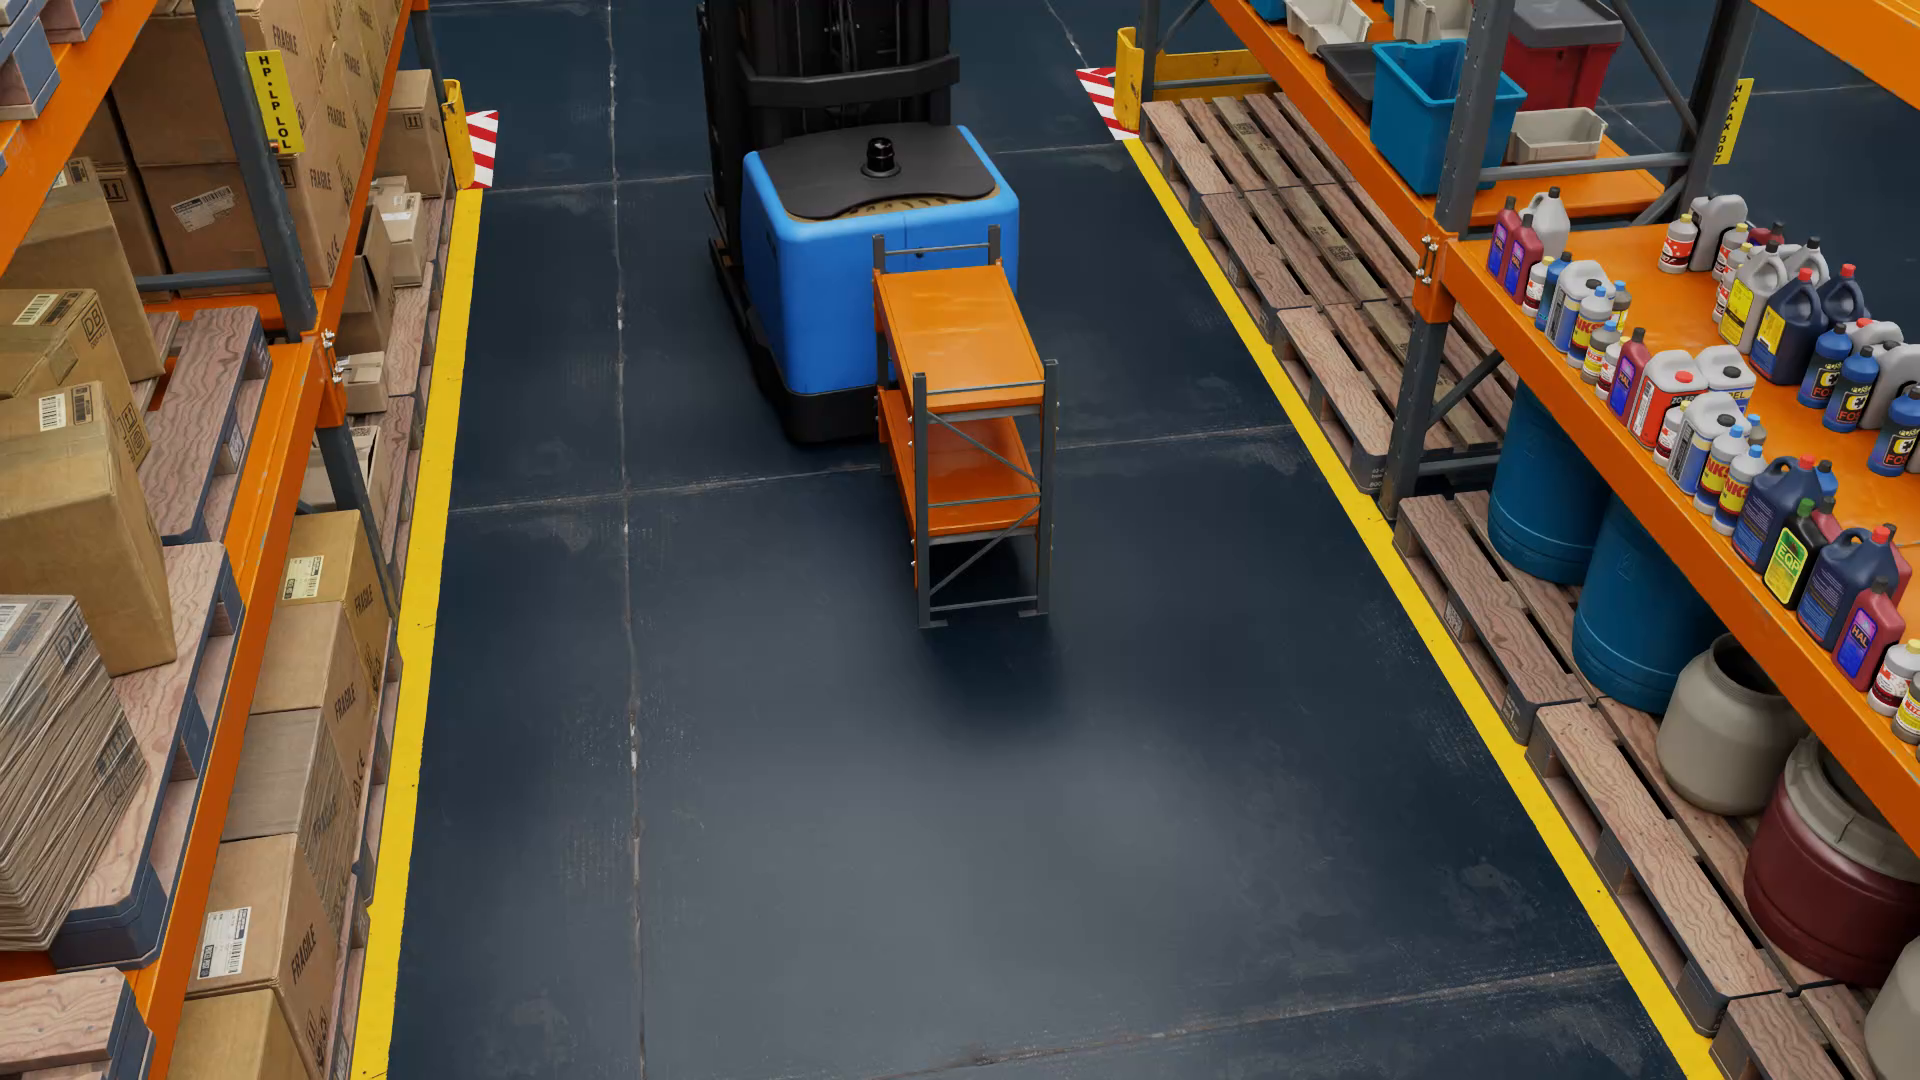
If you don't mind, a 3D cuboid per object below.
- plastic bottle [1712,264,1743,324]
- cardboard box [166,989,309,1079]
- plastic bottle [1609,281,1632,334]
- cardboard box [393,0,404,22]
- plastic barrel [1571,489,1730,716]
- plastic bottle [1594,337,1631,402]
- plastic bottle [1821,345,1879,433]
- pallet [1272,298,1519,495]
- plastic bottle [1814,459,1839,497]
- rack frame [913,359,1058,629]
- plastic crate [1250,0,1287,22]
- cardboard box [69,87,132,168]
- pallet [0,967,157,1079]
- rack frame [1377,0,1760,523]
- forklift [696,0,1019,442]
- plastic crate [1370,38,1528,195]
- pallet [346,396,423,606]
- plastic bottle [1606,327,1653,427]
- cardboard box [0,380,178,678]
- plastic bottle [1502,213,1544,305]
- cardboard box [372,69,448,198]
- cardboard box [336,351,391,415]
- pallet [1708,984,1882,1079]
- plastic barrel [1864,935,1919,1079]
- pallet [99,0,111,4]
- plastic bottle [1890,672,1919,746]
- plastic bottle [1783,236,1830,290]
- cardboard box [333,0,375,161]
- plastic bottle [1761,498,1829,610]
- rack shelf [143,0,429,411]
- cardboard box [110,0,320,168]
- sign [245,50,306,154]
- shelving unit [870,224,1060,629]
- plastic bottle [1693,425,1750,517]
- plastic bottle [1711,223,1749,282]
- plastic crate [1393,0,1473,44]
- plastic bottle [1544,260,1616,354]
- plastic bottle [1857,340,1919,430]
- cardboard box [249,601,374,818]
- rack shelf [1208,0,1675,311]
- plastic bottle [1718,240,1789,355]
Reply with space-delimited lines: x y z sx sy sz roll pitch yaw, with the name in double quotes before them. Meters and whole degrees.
"plastic bottle" 2.575 -0.819 5.521 0.097 0.201 0.097 0 38 0
"cardboard box" -1.912 1.489 4.067 0.500 0.500 0.500 -7 38 -9
"plastic bottle" 2.133 -0.750 5.433 0.097 0.201 0.097 0 38 0
"cardboard box" -2.895 -2.717 7.720 0.500 0.500 0.500 -6 38 -8
"plastic barrel" 2.446 0.075 5.576 0.600 0.901 0.708 -6 38 -8
"plastic bottle" 2.041 -0.535 5.156 0.097 0.201 0.097 0 38 0
"plastic bottle" 2.687 -0.461 5.003 0.097 0.271 0.097 0 38 0
"pallet" 2.076 -0.685 7.459 1.003 0.211 1.213 -6 38 -8
"plastic bottle" 2.321 -0.100 4.539 0.097 0.271 0.097 0 38 0
"rack frame" 0.088 -0.141 6.015 0.500 1.125 0.032 -6 38 -8
"plastic crate" 1.544 -2.558 7.686 0.416 0.233 0.300 -6 38 -8
"cardboard box" -2.978 -1.527 5.374 0.500 0.500 0.500 -6 38 -8
"pallet" -2.121 1.275 2.821 1.213 0.211 1.003 -6 38 -8
"rack frame" 2.243 -1.346 6.037 1.000 3.000 0.127 -6 38 -8
"forklift" -0.652 -2.487 7.562 1.130 2.935 3.031 -10 39 -13
"plastic crate" 1.825 -1.609 6.340 0.392 0.384 0.575 -6 38 -8
"pallet" -2.754 -0.129 6.744 1.003 0.211 1.213 -6 38 -8
"plastic bottle" 2.043 -0.496 5.039 0.061 0.283 0.133 -6 38 -8
"cardboard box" -2.264 0.040 3.830 0.700 0.500 0.500 -16 41 -19
"plastic bottle" 1.910 -0.952 5.625 0.061 0.283 0.133 -6 38 -8
"cardboard box" -2.998 -2.116 8.708 0.500 0.500 0.500 -6 38 -8
"cardboard box" -2.657 -0.668 7.116 0.380 0.166 0.250 -6 38 -8
"pallet" 2.765 1.700 4.390 1.003 0.211 1.213 -6 38 -8
"plastic barrel" 2.655 1.262 4.367 0.421 0.512 0.421 0 38 0
"pallet" -2.589 -1.524 3.975 1.213 0.211 1.003 -6 38 -8
"plastic bottle" 2.308 0.386 3.970 0.097 0.201 0.097 0 38 0
"plastic bottle" 2.726 -0.806 5.383 0.144 0.351 0.185 -6 38 -8
"cardboard box" -2.634 -1.803 6.545 0.500 0.500 0.500 -6 38 -8
"plastic bottle" 2.197 0.035 4.355 0.061 0.283 0.133 -6 38 -8
"rack shelf" -2.985 -1.739 7.130 1.077 0.370 4.000 -6 38 -8
"cardboard box" -2.440 -1.565 5.422 0.500 0.500 0.500 -5 38 -7
"sign" -2.089 -1.334 5.079 0.100 0.325 0.005 -6 38 -8
"shelving unit" -0.001 -0.448 6.410 0.538 1.125 1.048 -6 38 -8
"plastic bottle" 2.145 -0.202 4.670 0.097 0.271 0.097 0 38 0
"plastic bottle" 2.677 -0.997 5.750 0.097 0.201 0.097 0 38 0
"plastic crate" 2.156 -2.265 7.268 0.437 0.282 0.530 -6 38 -8
"plastic bottle" 2.013 -0.755 5.378 0.152 0.276 0.135 -6 38 -8
"plastic bottle" 2.806 -0.487 5.033 0.152 0.276 0.135 -6 38 -8
"cardboard box" -2.187 0.565 5.257 0.500 0.500 0.500 -6 38 -8
"rack shelf" 1.892 -2.270 7.813 1.077 0.370 4.000 -6 38 -8
"plastic bottle" 2.584 -0.791 5.363 0.144 0.351 0.185 -6 38 -8
